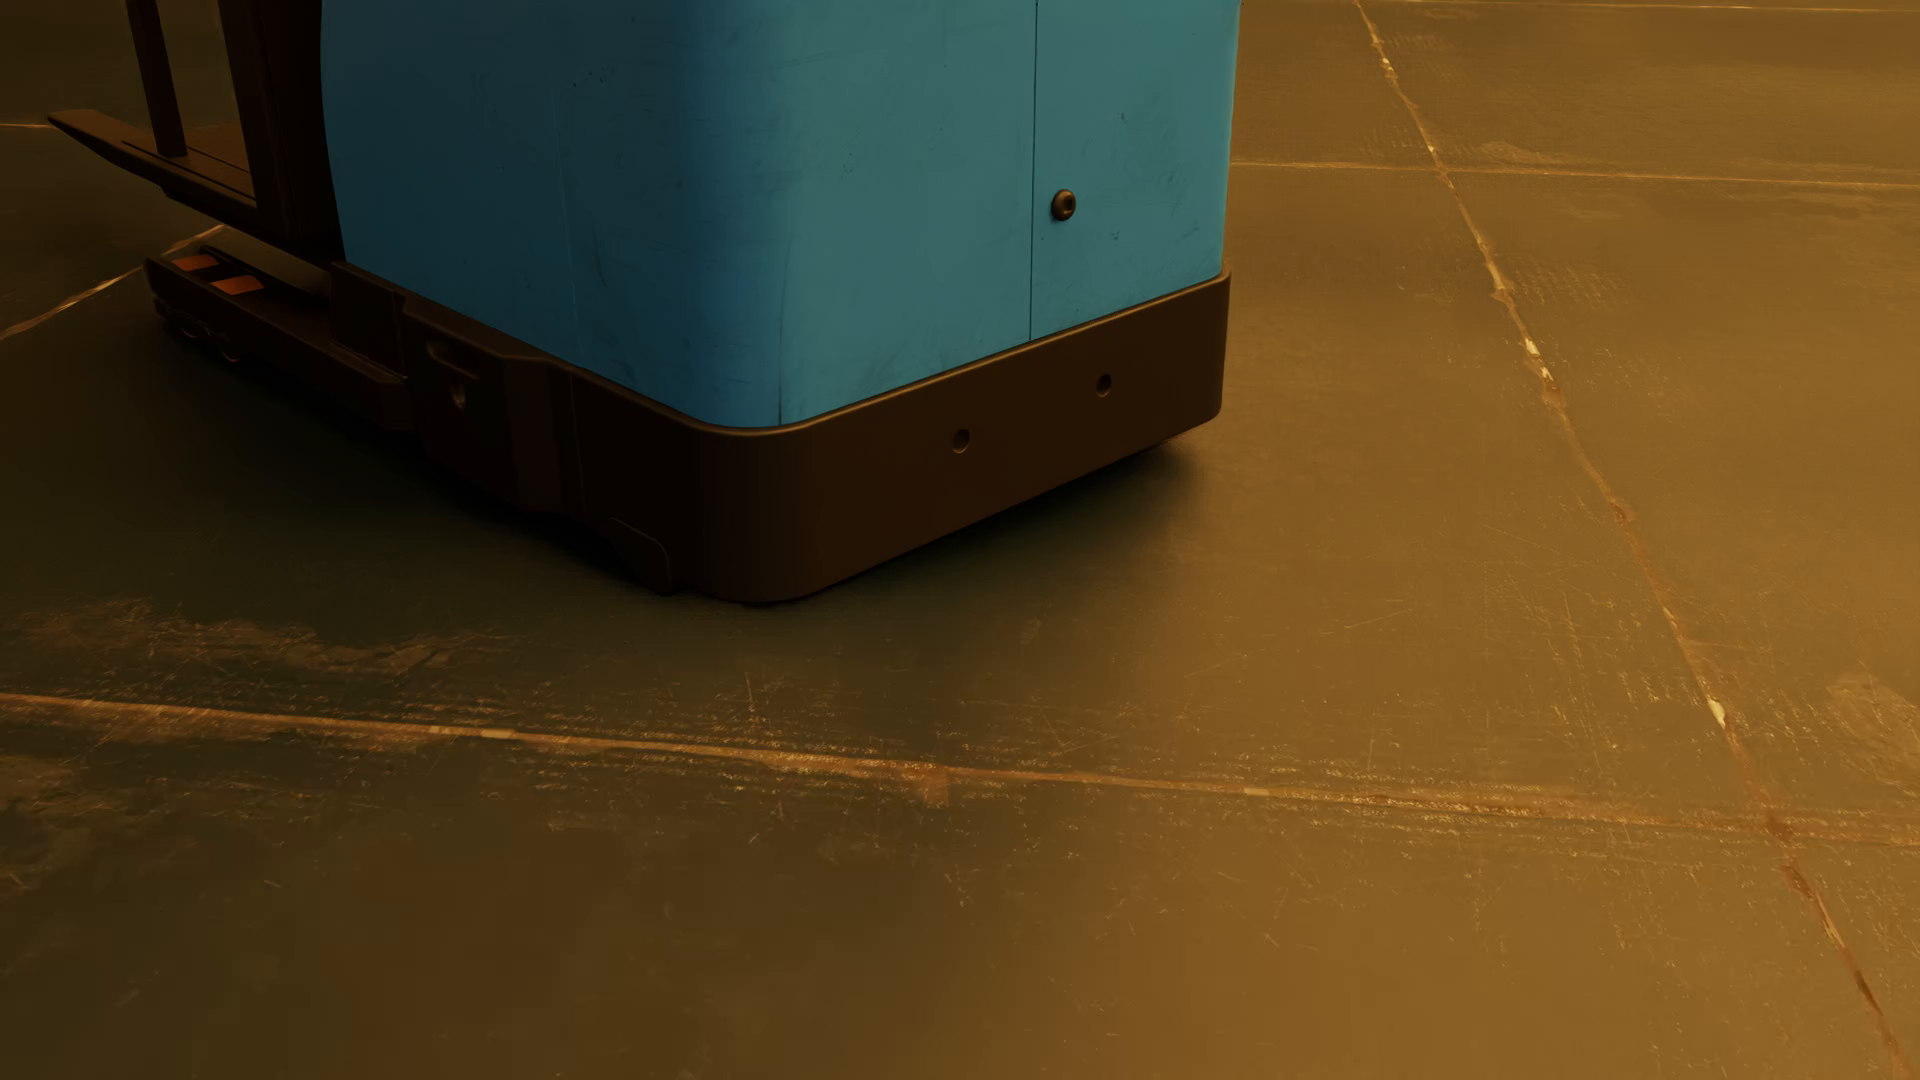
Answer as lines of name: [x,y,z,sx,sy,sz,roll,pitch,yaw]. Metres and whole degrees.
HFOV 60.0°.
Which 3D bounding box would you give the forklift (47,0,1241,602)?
forklift: [-0.955,-1.791,2.806,1.130,2.935,3.031,-24,35,-39]
